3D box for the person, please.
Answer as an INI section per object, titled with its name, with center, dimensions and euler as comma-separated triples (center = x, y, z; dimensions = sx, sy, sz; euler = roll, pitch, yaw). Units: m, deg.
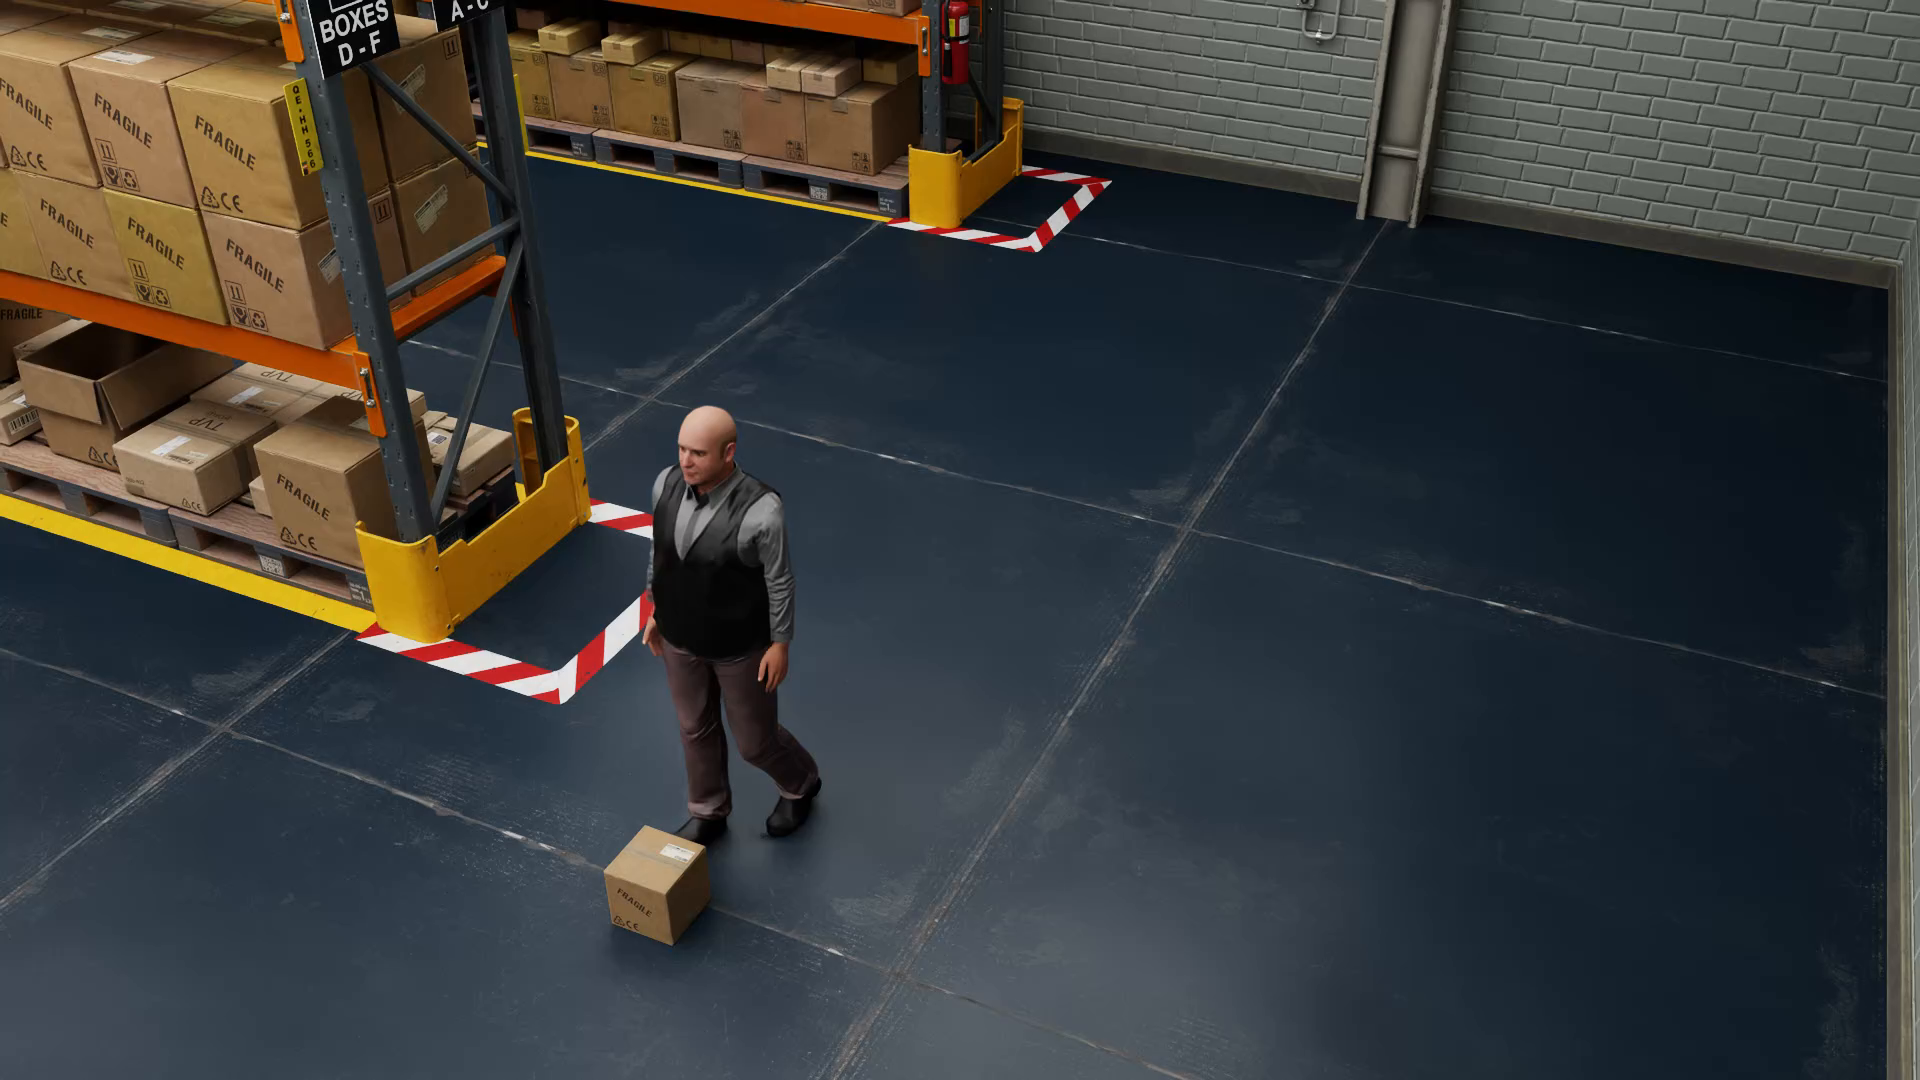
[person]
center = -0.835, 0.337, 5.661
dimensions = 0.567, 1.738, 0.593
euler = 19, 38, 26
